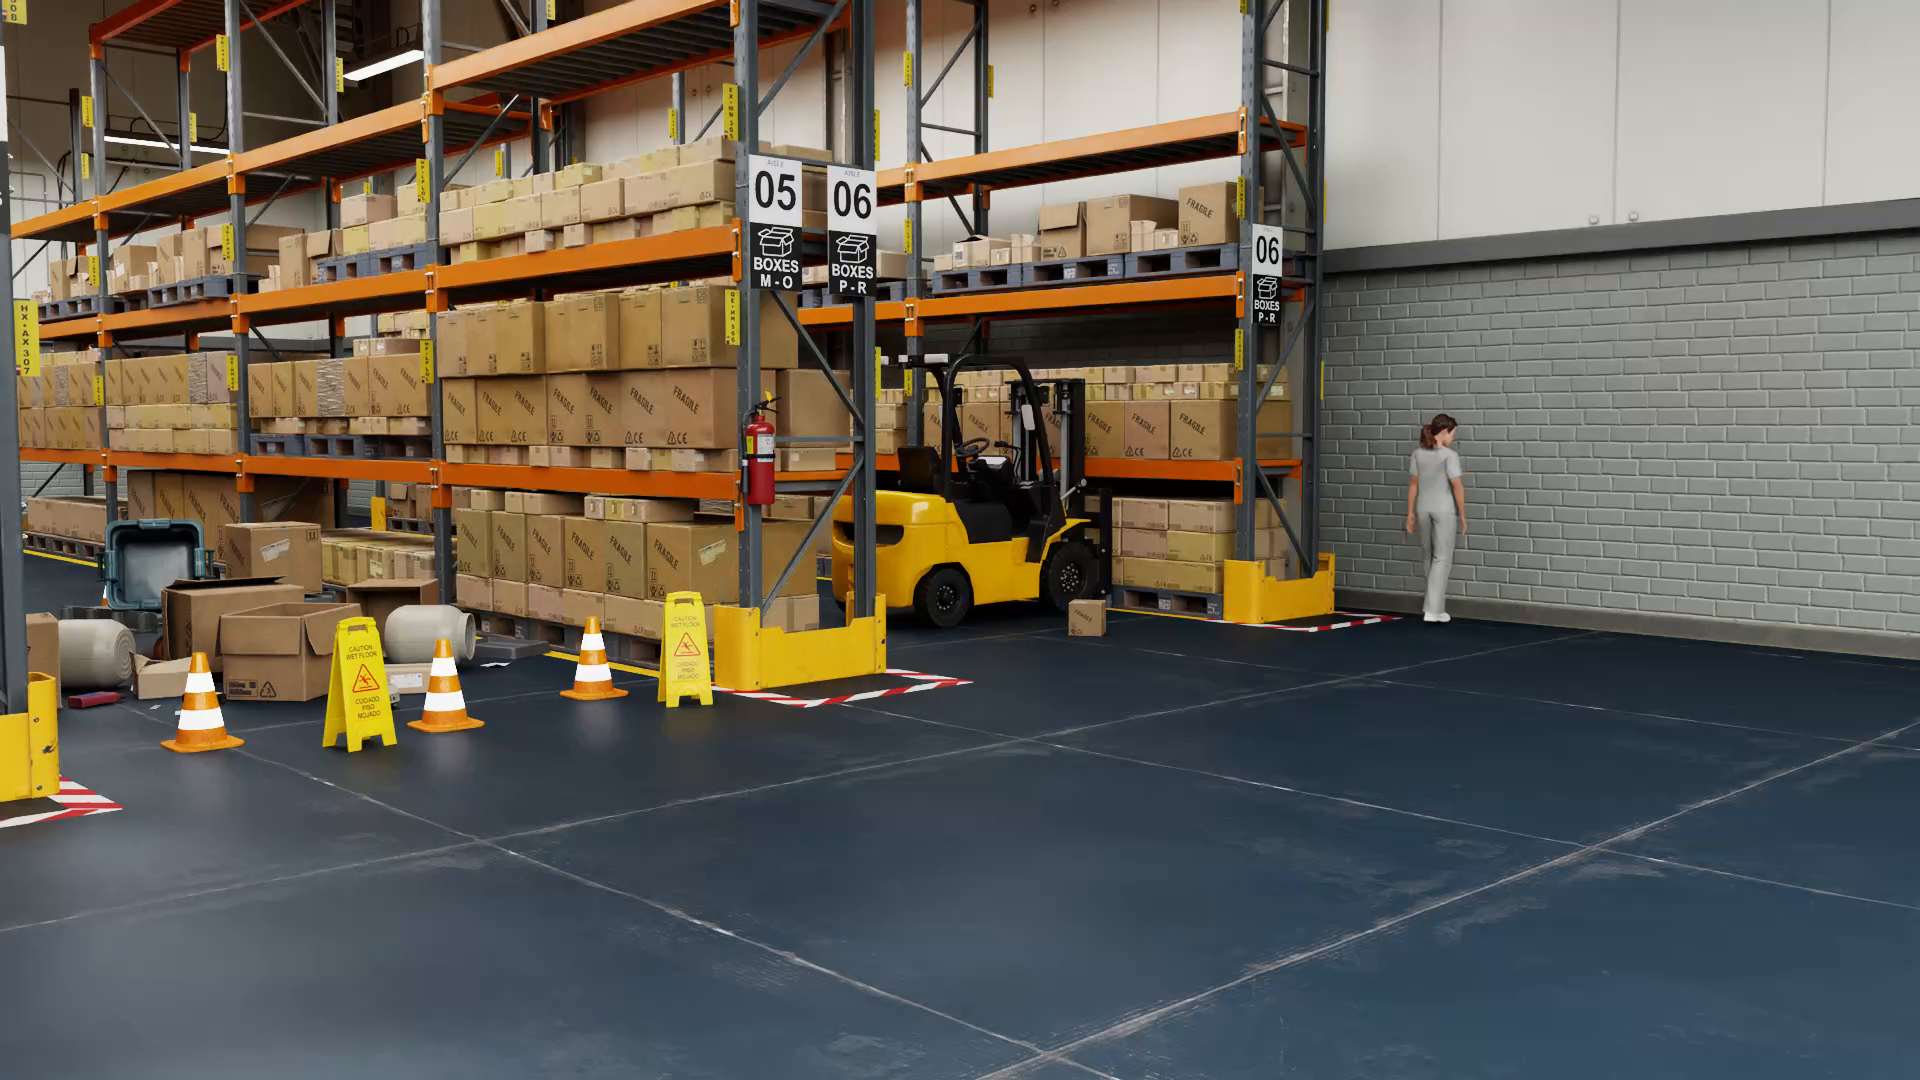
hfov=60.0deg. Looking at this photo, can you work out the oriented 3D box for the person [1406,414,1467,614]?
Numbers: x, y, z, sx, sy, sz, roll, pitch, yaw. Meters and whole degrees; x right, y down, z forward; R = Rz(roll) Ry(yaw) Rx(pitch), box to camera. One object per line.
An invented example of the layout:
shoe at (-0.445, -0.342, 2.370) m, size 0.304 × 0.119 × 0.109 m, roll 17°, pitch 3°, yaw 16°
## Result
person at (3.865, -0.219, 13.348) m, size 0.568 × 1.587 × 0.481 m, roll -4°, pitch 5°, yaw -41°
